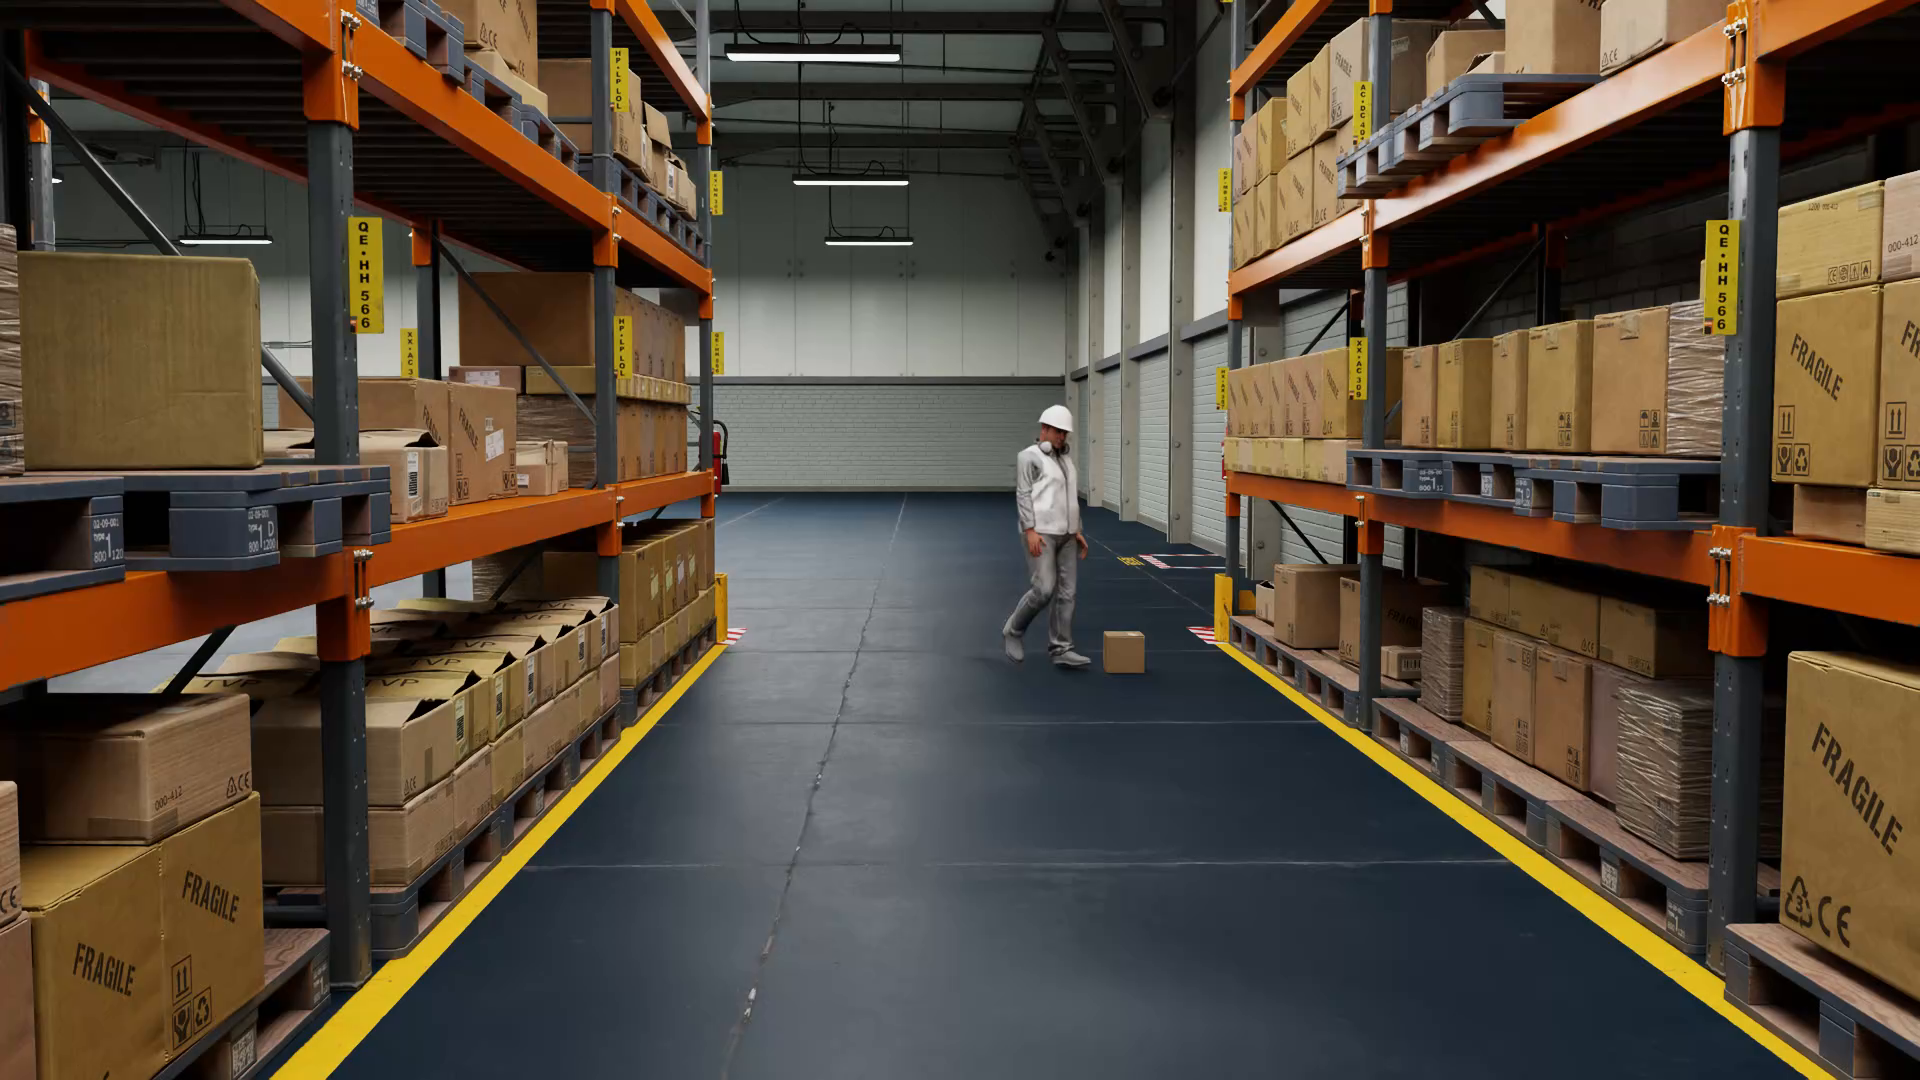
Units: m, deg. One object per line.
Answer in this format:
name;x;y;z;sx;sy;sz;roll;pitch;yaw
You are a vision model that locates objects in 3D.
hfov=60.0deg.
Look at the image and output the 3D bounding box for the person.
person;0.603;-0.027;11.252;0.562;1.769;0.566;4;5;44
